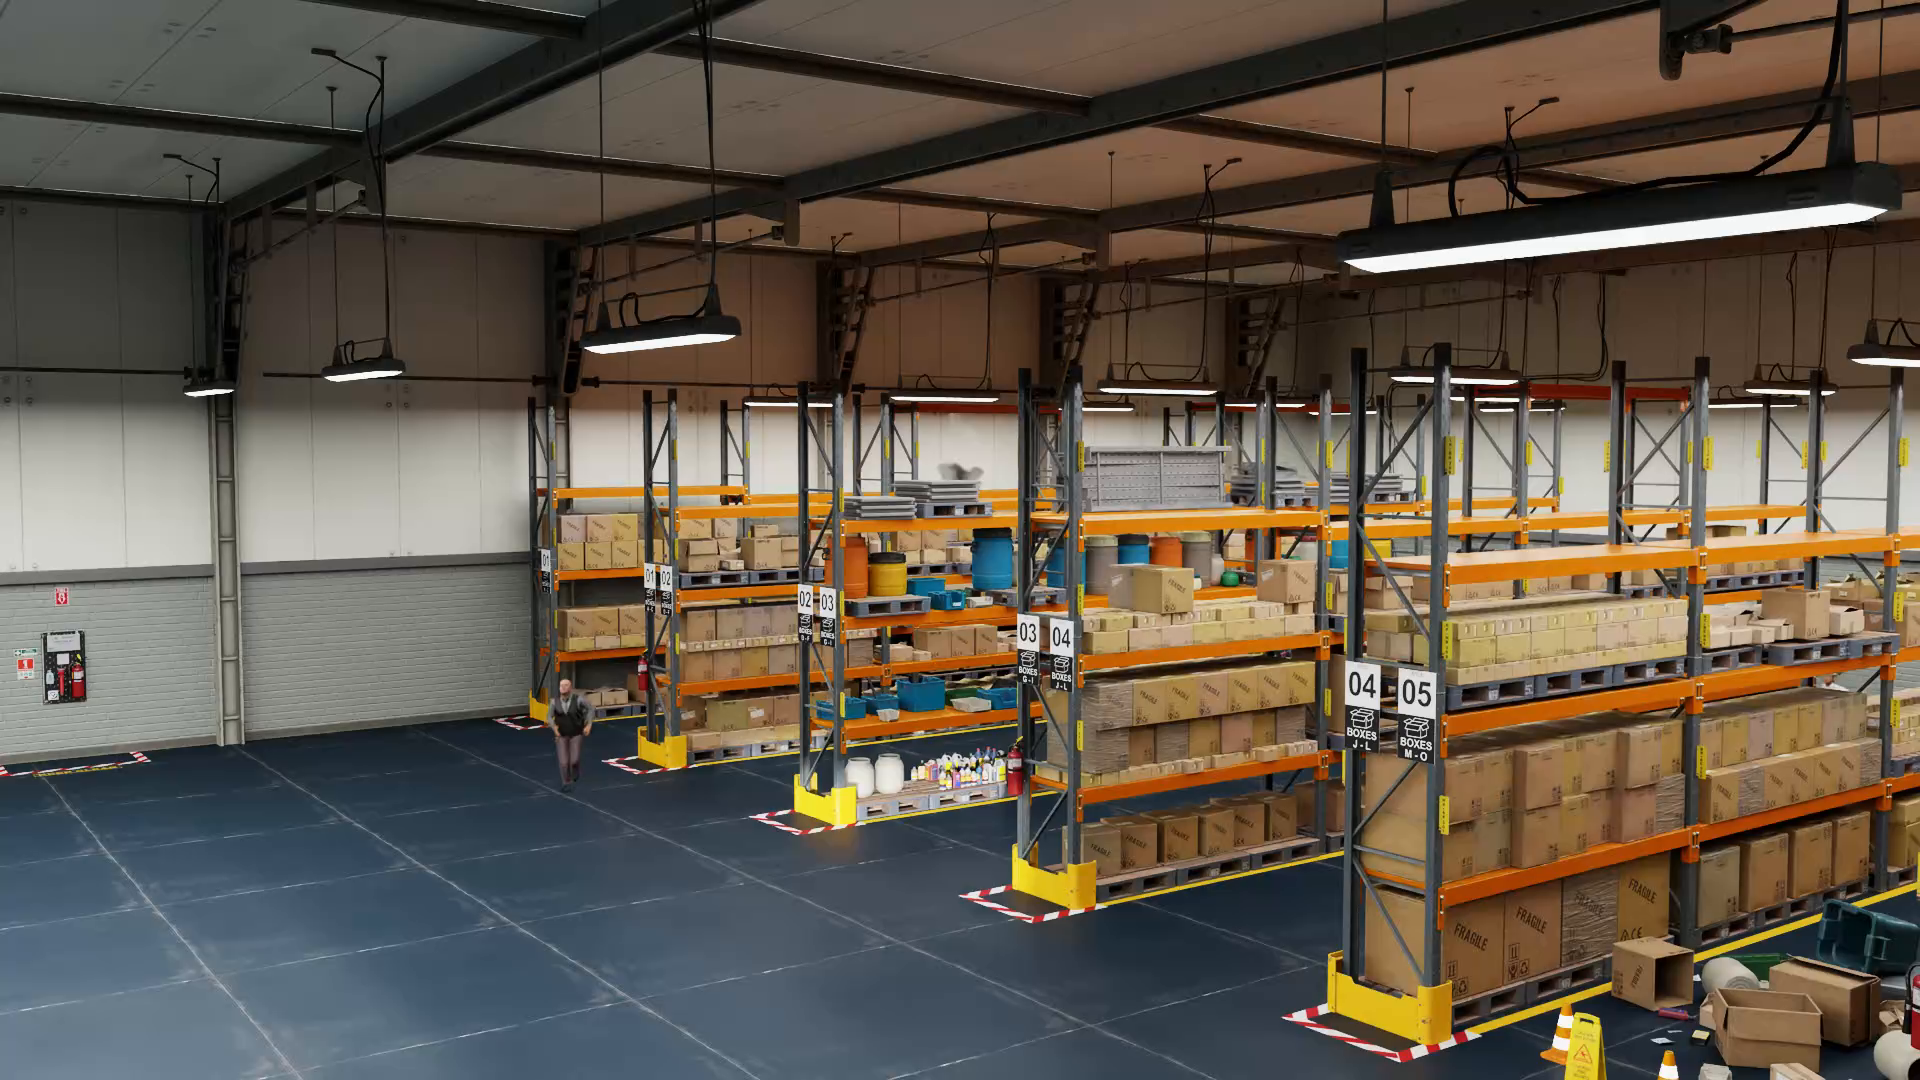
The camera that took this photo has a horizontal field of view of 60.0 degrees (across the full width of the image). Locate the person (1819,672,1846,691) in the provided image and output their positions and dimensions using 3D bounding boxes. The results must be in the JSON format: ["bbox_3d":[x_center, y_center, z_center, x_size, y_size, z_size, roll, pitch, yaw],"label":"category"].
[{"bbox_3d":[13.427,2.815,25.616,0.724,1.750,0.611,-2,4,-35],"label":"person"}]

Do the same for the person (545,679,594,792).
[{"bbox_3d":[-5.749,2.886,24.462,0.685,1.683,0.635,0,3,-5],"label":"person"}]
